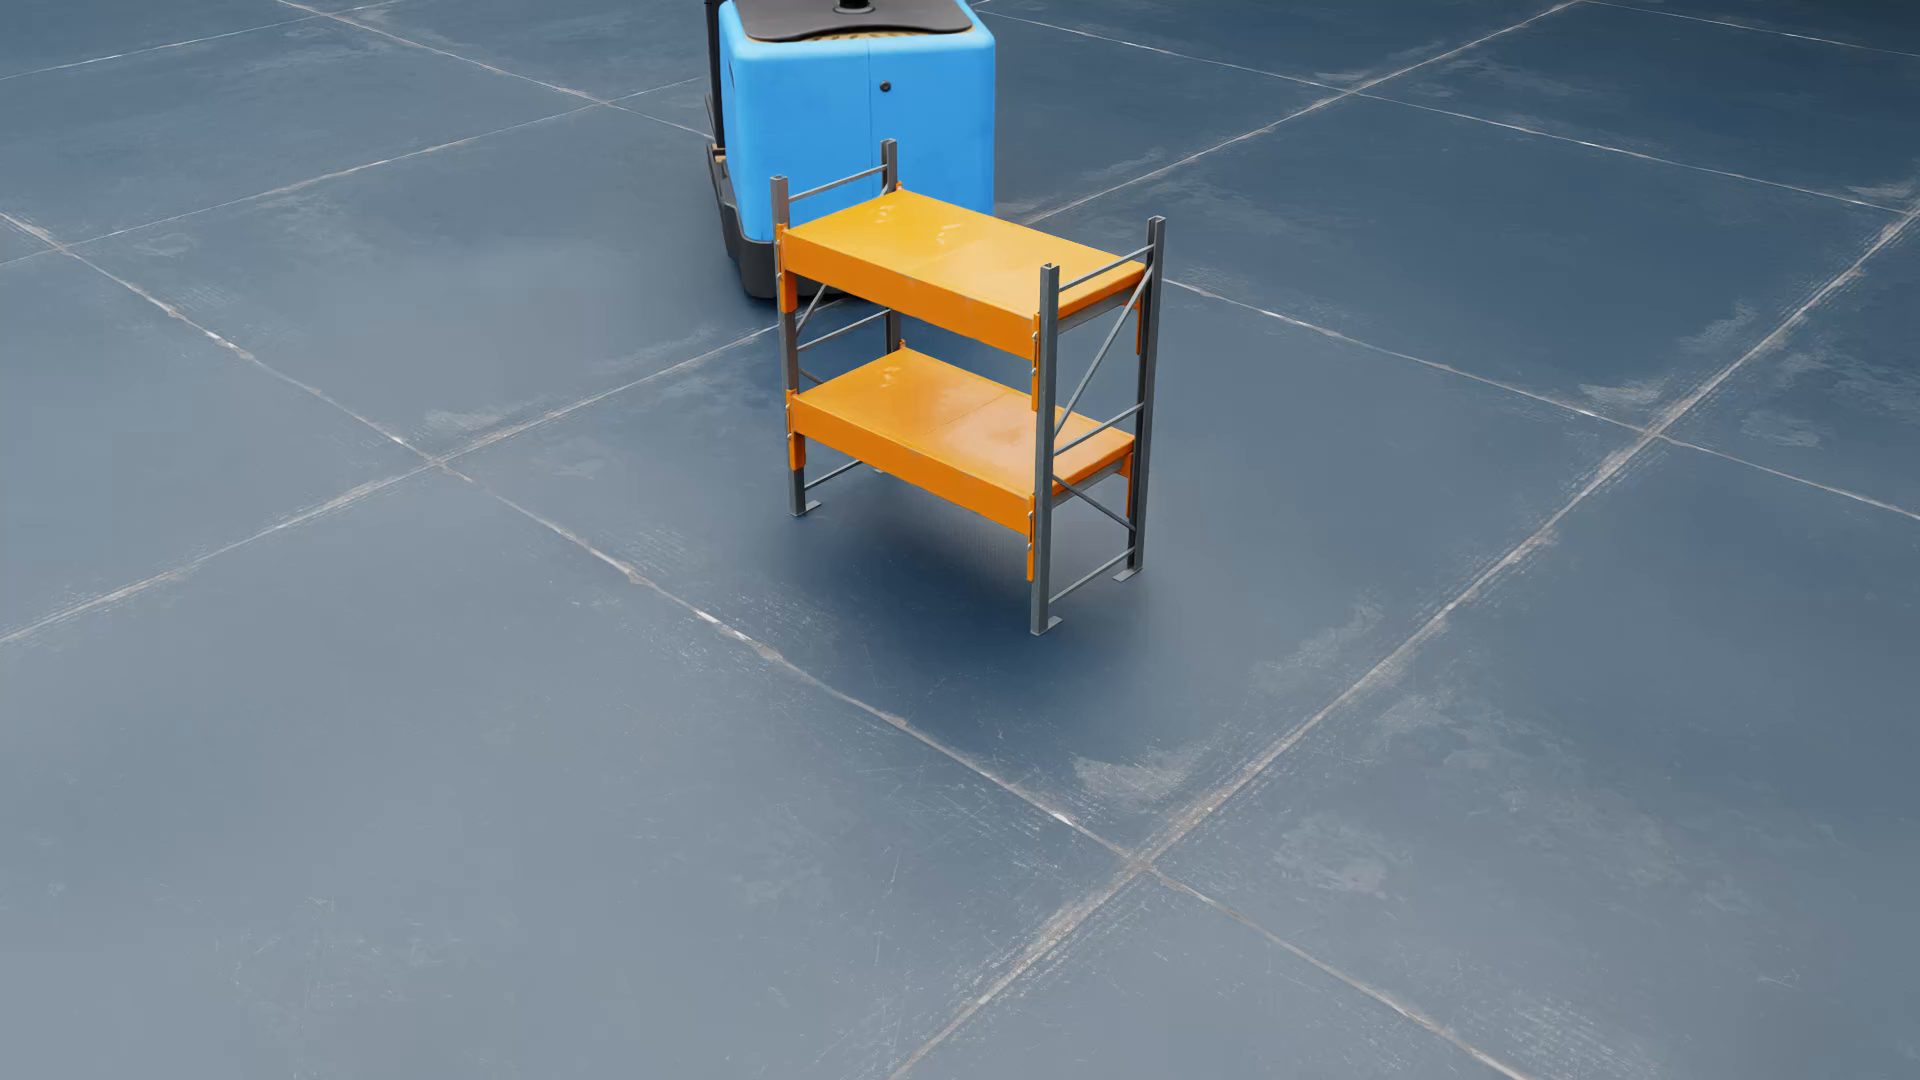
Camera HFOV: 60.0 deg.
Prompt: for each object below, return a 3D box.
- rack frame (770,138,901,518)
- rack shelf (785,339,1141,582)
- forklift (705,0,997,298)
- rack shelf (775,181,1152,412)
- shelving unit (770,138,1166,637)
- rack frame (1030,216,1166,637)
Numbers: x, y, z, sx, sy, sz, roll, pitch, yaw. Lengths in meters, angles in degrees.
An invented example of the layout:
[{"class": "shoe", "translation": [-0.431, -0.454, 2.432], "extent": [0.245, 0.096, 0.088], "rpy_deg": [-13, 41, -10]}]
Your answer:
[{"class": "rack frame", "translation": [-0.372, -0.656, 5.248], "extent": [0.032, 1.125, 0.500], "rpy_deg": [25, 39, 35]}, {"class": "rack shelf", "translation": [0.005, -0.270, 5.082], "extent": [1.000, 0.278, 0.538], "rpy_deg": [25, 39, 35]}, {"class": "forklift", "translation": [-0.640, -2.981, 7.360], "extent": [1.130, 2.935, 3.031], "rpy_deg": [-6, 32, -10]}, {"class": "rack shelf", "translation": [0.005, -0.730, 4.805], "extent": [1.000, 0.278, 0.538], "rpy_deg": [25, 39, 35]}, {"class": "shelving unit", "translation": [0.005, -0.480, 4.956], "extent": [1.048, 1.125, 0.538], "rpy_deg": [25, 39, 35]}, {"class": "rack frame", "translation": [0.382, -0.304, 4.664], "extent": [0.032, 1.125, 0.500], "rpy_deg": [25, 39, 35]}]
